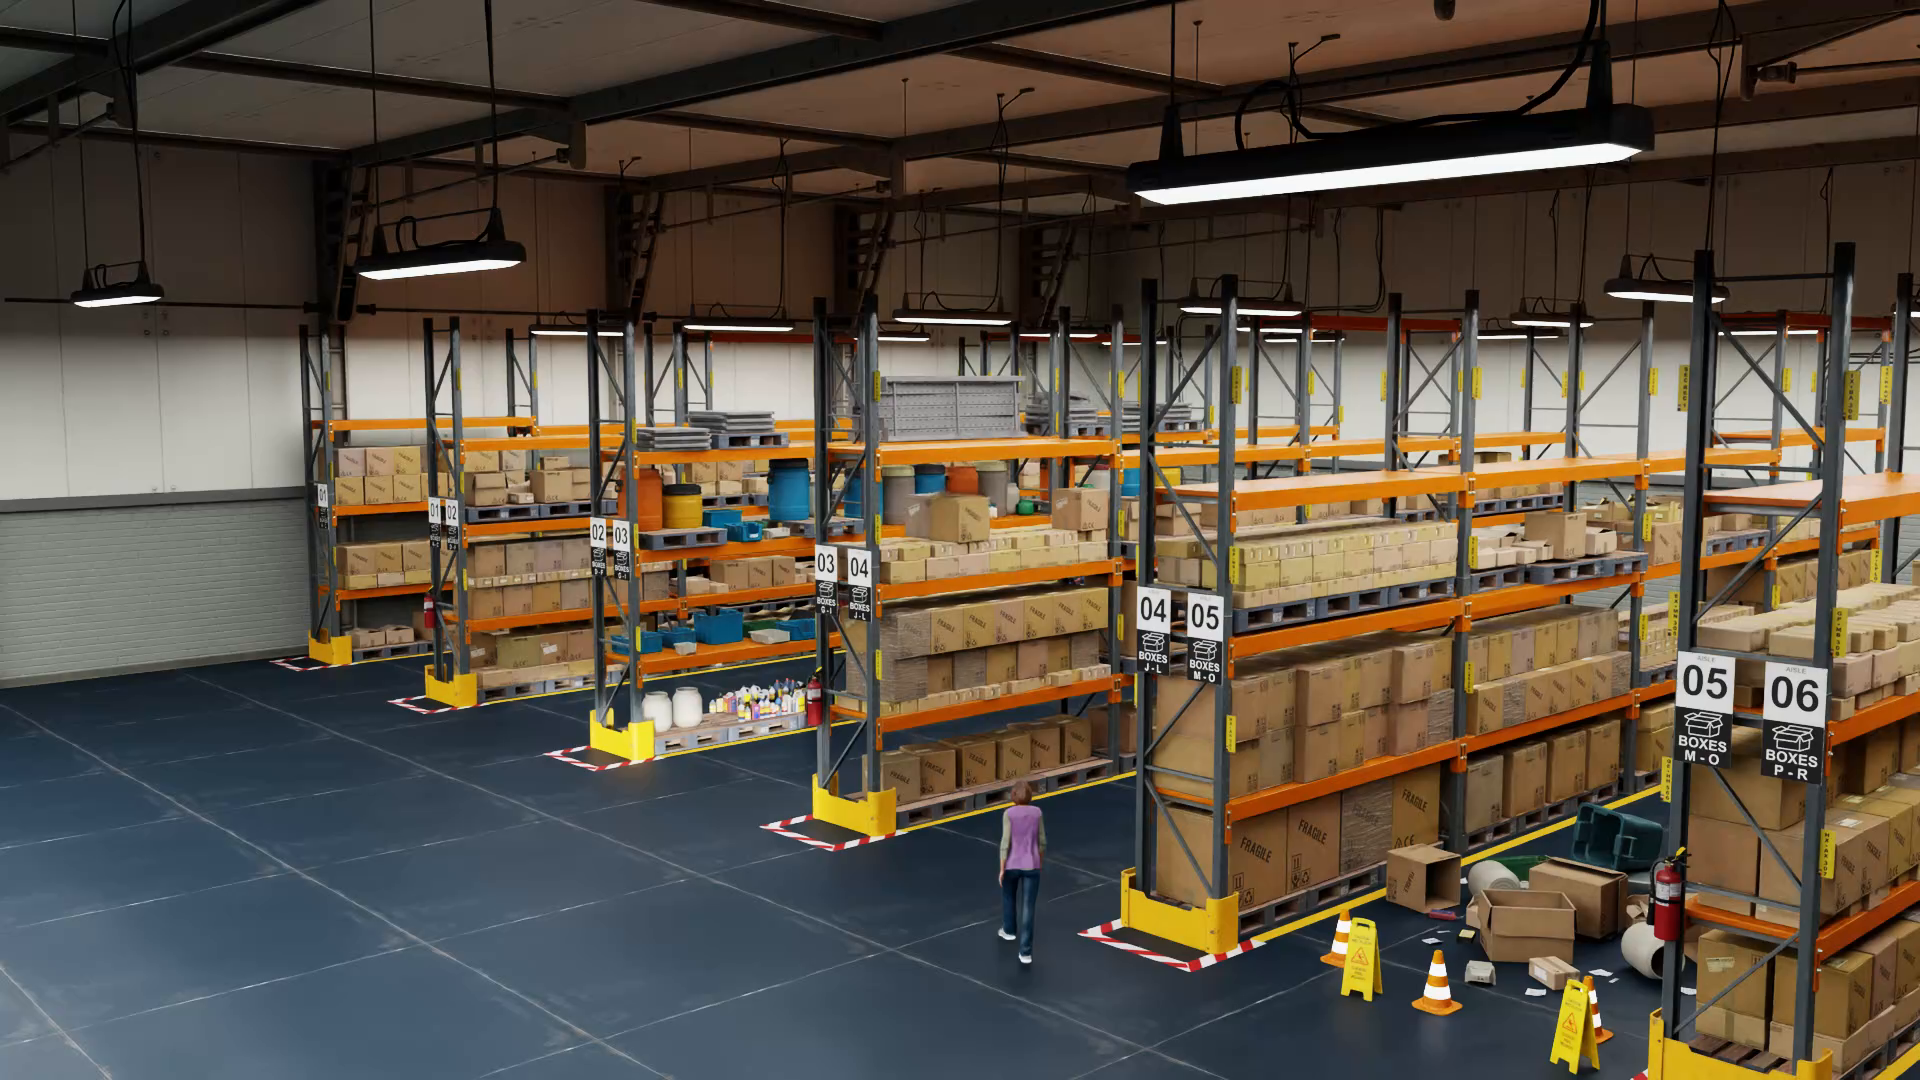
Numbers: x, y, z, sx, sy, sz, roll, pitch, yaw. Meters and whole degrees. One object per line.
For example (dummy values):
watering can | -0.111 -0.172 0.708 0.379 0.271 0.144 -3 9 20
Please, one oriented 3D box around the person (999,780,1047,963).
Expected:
person | 0.552 2.886 14.764 0.439 1.540 0.903 0 6 -3
